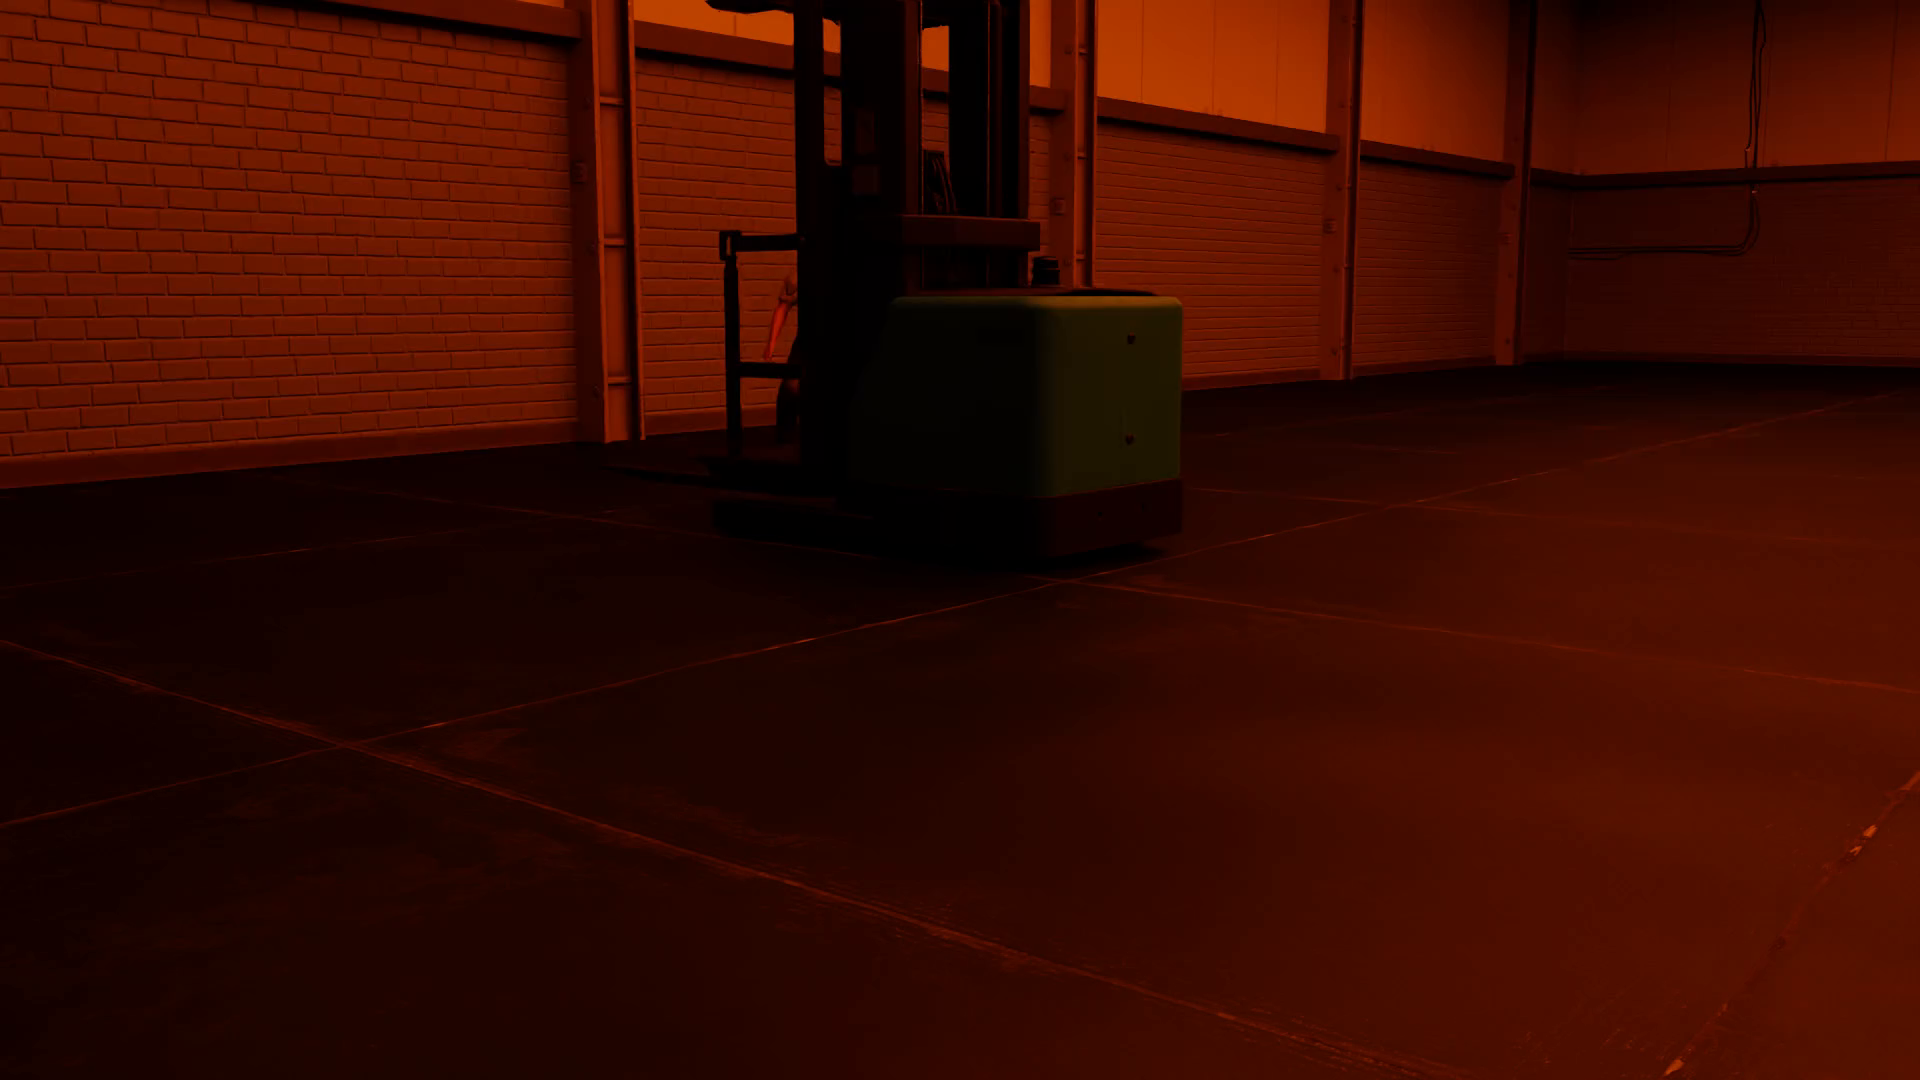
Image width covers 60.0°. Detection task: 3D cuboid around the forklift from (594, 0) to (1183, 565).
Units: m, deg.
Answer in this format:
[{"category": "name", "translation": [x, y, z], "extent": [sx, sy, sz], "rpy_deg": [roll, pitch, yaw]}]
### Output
[{"category": "forklift", "translation": [-0.495, -1.502, 7.547], "extent": [3.031, 2.935, 1.130], "rpy_deg": [7, 11, 40]}]

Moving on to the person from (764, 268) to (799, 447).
[{"category": "person", "translation": [-0.814, -1.218, 10.589], "extent": [0.887, 1.537, 0.645], "rpy_deg": [-2, 9, -16]}]
